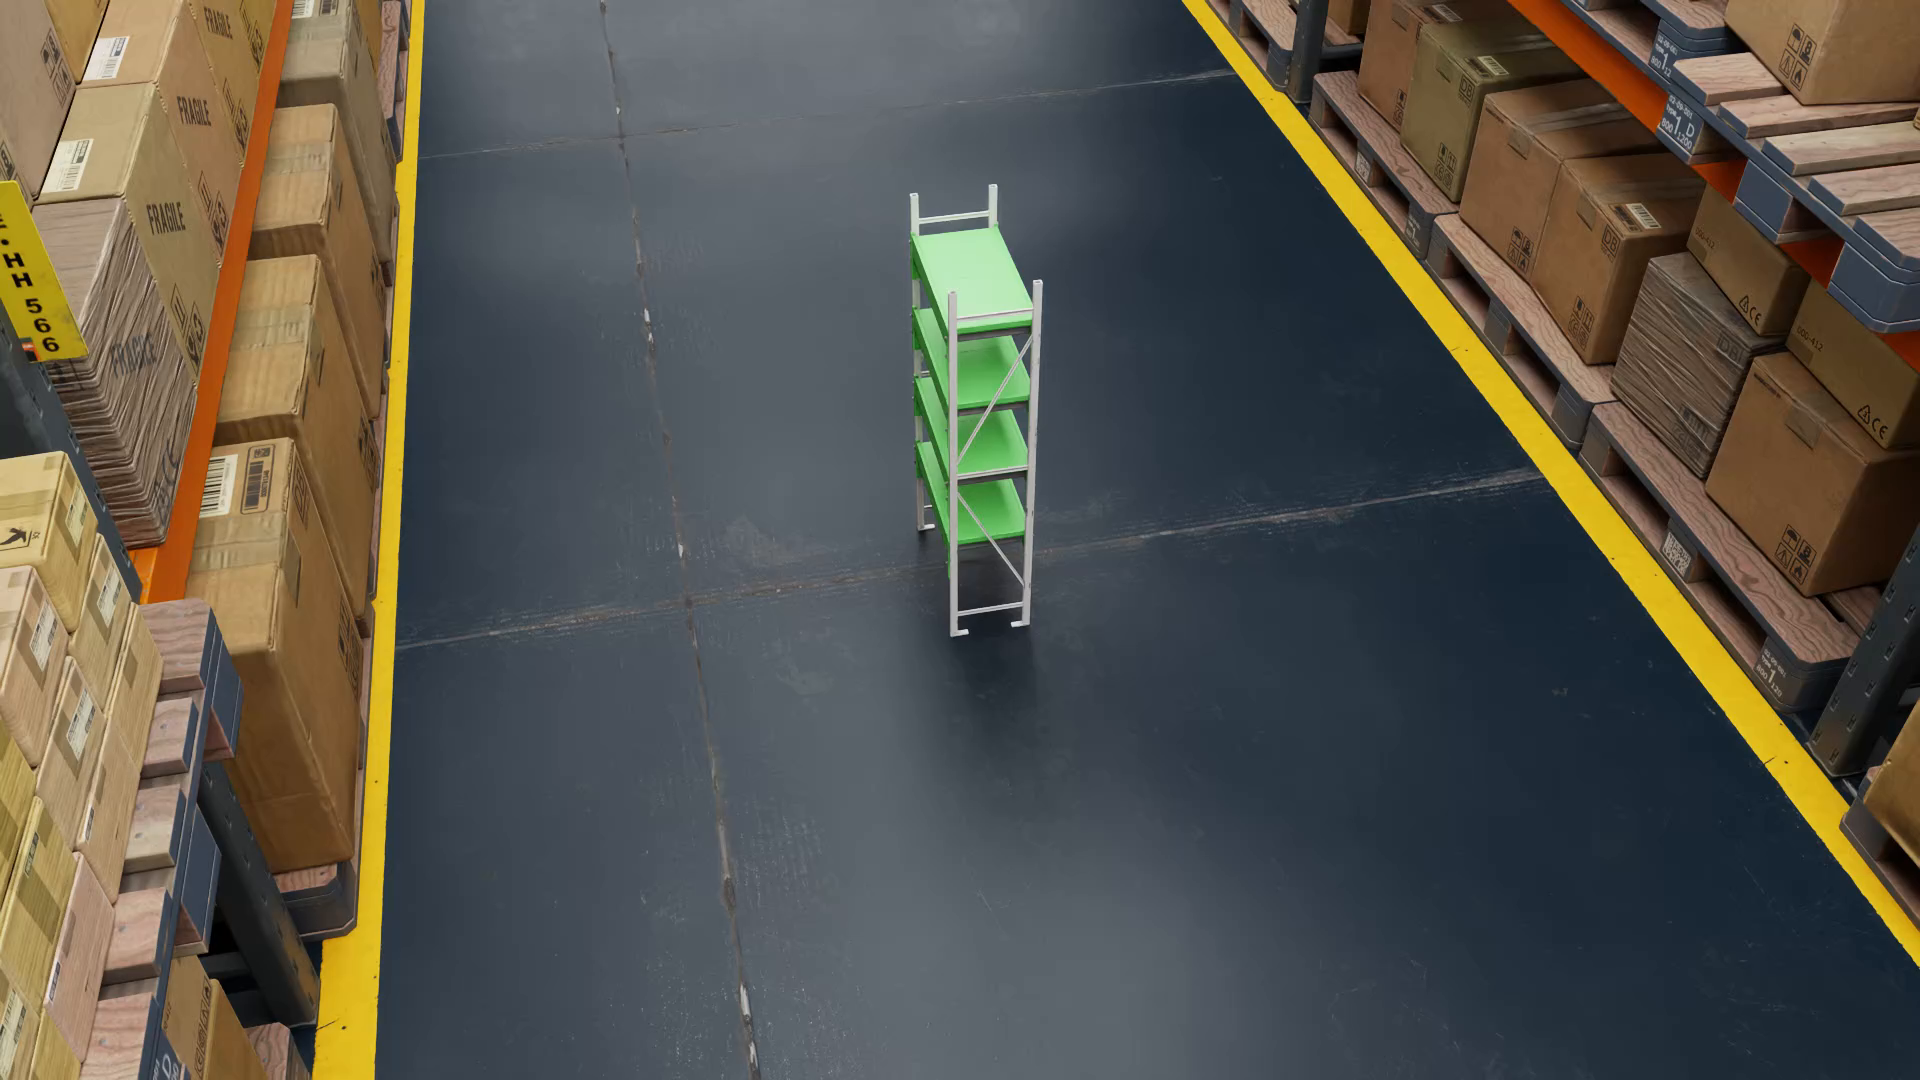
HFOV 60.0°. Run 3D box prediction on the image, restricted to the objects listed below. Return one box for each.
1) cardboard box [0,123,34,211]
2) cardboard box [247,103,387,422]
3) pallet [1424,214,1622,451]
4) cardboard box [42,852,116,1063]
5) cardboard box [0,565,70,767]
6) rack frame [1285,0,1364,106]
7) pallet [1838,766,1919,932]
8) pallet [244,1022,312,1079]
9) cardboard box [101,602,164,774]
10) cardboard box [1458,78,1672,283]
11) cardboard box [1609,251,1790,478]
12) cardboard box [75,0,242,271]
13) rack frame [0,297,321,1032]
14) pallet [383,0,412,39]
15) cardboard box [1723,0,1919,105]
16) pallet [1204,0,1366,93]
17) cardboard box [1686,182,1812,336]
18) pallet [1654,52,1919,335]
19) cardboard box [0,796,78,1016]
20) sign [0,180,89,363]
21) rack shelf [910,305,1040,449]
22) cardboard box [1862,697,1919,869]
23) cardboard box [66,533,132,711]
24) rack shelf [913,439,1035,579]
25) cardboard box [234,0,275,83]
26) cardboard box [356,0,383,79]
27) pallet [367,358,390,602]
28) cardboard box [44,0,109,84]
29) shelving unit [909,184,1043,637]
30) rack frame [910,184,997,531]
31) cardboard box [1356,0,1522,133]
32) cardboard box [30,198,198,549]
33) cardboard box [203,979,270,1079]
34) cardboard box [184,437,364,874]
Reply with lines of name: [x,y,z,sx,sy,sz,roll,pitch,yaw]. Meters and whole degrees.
cardboard box: [-2.114,-0.639,2.882,0.700,0.500,0.500,-9,42,-10]
cardboard box: [-2.464,-0.829,5.302,1.050,0.750,0.750,-8,42,-9]
pallet: [2.411,-0.834,6.030,1.003,0.211,1.213,-8,42,-9]
cardboard box: [-1.364,0.583,2.206,0.380,0.149,0.250,-8,42,-9]
cardboard box: [-1.421,0.194,2.197,0.380,0.149,0.250,-9,42,-10]
rack frame: [1.975,-3.174,6.566,1.000,3.000,0.127,-8,42,-9]
pallet: [2.935,0.984,3.983,1.003,0.211,1.213,-8,42,-9]
pallet: [-1.859,1.614,3.273,1.003,0.211,1.213,-8,42,-9]
cardboard box: [-1.471,0.255,2.576,0.380,0.149,0.250,-8,42,-9]
cardboard box: [2.292,-1.328,6.038,0.700,0.500,0.500,-12,43,-13]
cardboard box: [2.542,-0.600,5.218,0.700,0.500,0.500,-12,43,-13]
cardboard box: [-2.081,-0.959,3.995,0.500,0.500,0.500,-8,42,-9]
rack frame: [-2.027,0.064,2.918,1.000,3.000,0.127,-8,42,-9]
pallet: [-3.245,-2.782,8.225,1.003,0.211,1.213,-8,42,-9]
cardboard box: [2.464,-1.467,4.252,0.700,0.500,0.500,-3,42,-3]
pallet: [1.795,-2.561,7.976,1.003,0.211,1.213,-8,42,-9]
cardboard box: [2.540,-0.863,4.950,0.500,0.250,0.500,-4,42,-4]
pallet: [2.580,-0.956,4.212,1.213,0.211,1.003,-8,42,-9]
cardboard box: [-1.357,0.488,2.090,0.380,0.149,0.250,-7,42,-8]
sign: [-1.499,-0.423,2.654,0.100,0.325,0.005,-8,42,-9]
rack shelf: [0.036,-0.473,4.614,0.258,0.148,0.480,-8,42,-9]
cardboard box: [2.967,0.507,3.703,1.225,0.875,0.875,-10,43,-11]
cardboard box: [-1.475,0.145,2.476,0.380,0.149,0.250,-8,42,-8]
rack shelf: [0.036,-0.114,4.933,0.258,0.148,0.480,-8,42,-9]
cardboard box: [-2.298,-1.611,4.730,0.500,0.500,0.500,-8,42,-9]
cardboard box: [-2.957,-2.309,6.875,0.875,0.875,0.875,-8,42,-9]
pallet: [-2.383,-0.204,5.321,1.003,0.211,1.213,-8,42,-9]
cardboard box: [-2.337,-1.299,3.626,0.700,0.500,0.500,-9,42,-10]
shelving unit: [0.036,-0.341,4.731,0.258,1.200,0.503,-8,42,-9]
rack frame: [-0.017,-0.500,4.909,0.240,1.200,0.015,-8,42,-9]
cardboard box: [2.086,-2.002,6.798,0.700,0.500,0.500,-11,43,-13]
cardboard box: [-1.860,-0.303,3.256,0.500,0.500,0.500,-8,42,-9]
cardboard box: [-1.629,1.231,3.170,0.500,0.500,0.500,-9,42,-9]
cardboard box: [-2.070,0.341,3.985,1.050,0.750,0.750,-9,42,-10]
